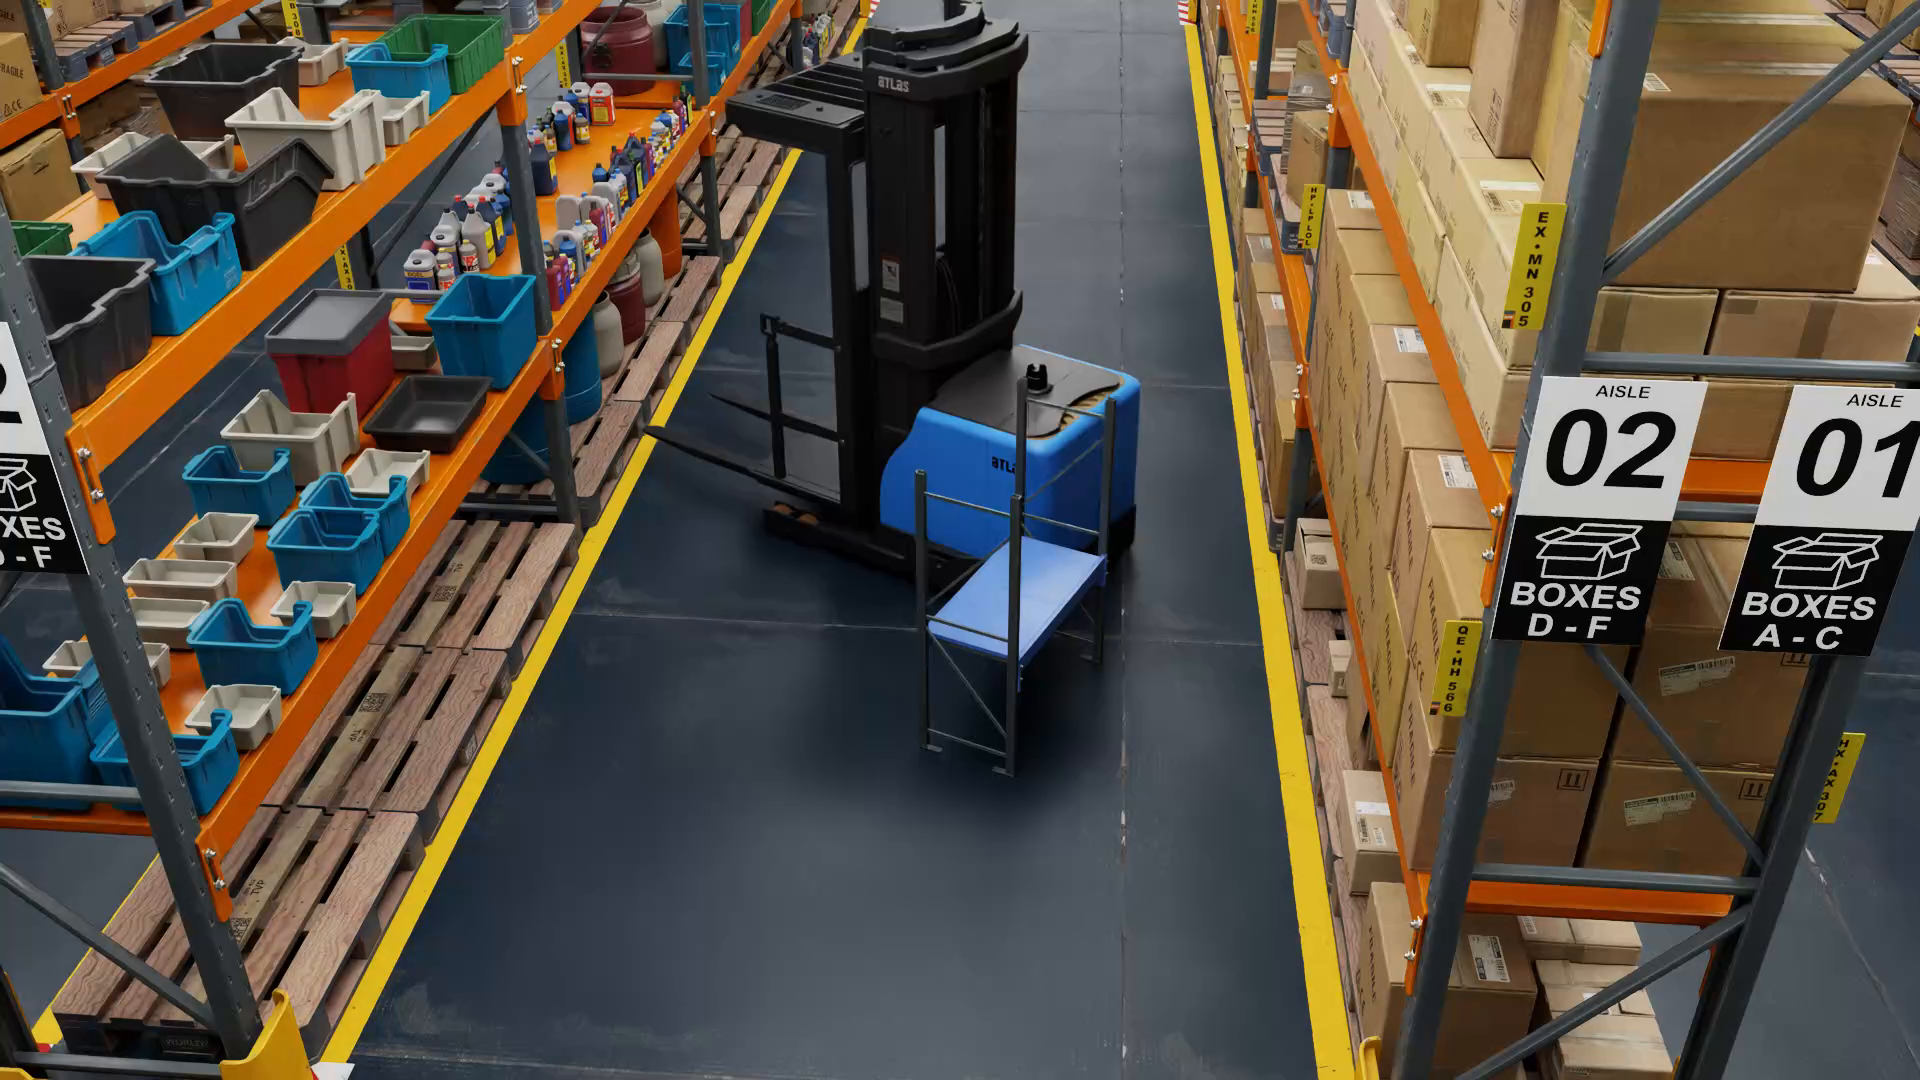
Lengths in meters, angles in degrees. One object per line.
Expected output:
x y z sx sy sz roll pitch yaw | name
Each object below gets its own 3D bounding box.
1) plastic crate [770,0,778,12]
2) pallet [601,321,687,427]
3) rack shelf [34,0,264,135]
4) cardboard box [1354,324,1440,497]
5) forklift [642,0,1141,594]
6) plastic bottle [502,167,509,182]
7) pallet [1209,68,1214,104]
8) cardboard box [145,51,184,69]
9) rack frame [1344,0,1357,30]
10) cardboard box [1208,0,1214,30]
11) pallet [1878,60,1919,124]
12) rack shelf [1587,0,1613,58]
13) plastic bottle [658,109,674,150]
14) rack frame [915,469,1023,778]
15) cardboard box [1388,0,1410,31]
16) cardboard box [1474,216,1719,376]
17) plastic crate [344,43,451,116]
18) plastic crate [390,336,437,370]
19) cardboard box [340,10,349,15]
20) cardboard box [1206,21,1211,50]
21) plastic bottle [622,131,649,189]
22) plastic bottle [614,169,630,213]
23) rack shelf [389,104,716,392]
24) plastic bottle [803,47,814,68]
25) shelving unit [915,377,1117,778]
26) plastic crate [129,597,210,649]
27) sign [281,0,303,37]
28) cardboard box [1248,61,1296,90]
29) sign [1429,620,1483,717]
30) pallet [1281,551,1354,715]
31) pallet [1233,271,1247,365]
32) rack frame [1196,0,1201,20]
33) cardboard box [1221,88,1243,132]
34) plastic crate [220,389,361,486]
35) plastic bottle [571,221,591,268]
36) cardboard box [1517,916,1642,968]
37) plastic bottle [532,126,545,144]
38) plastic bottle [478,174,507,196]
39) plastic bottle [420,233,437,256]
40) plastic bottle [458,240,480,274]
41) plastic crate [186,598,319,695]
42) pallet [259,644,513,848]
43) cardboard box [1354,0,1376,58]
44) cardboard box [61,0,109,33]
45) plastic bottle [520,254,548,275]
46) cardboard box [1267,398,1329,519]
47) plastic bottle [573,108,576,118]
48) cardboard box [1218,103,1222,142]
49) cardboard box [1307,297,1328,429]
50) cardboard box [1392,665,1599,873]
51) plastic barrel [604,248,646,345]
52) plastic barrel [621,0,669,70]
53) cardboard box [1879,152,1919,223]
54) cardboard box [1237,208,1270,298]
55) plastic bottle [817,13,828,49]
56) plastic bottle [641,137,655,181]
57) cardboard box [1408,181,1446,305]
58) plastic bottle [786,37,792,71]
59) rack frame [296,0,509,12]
-1.794 -4.866 14.582 0.392 0.384 0.575 2 32 4 | plastic crate
-2.465 -1.134 11.169 1.003 0.211 1.213 2 32 4 | pallet
-7.114 -4.322 14.370 1.077 0.370 4.000 2 32 4 | rack shelf
1.827 -0.491 6.420 0.500 0.500 0.500 3 32 6 | cardboard box
-0.520 -1.435 9.065 3.031 2.935 1.130 20 37 29 | forklift
-2.802 -2.220 10.396 0.097 0.271 0.097 0 32 0 | plastic bottle
3.028 -4.476 16.592 1.003 0.211 1.213 2 32 4 | pallet
-7.080 -4.229 15.496 0.700 0.500 0.500 2 32 4 | cardboard box
2.271 -3.620 6.827 1.000 3.000 0.127 2 32 4 | rack frame
2.857 -5.613 17.285 0.500 0.500 0.500 2 32 4 | cardboard box
7.486 -3.243 12.117 1.213 0.211 1.003 2 32 4 | pallet
2.108 -2.266 5.320 1.077 0.370 4.000 2 32 4 | rack shelf
-2.010 -2.805 11.345 0.097 0.271 0.097 0 32 0 | plastic bottle
0.033 0.401 7.450 0.500 1.500 0.032 15 35 23 | rack frame
2.087 -2.300 6.496 0.700 0.500 0.500 2 32 4 | cardboard box
1.733 -0.680 4.582 0.500 0.250 0.500 2 32 4 | cardboard box
-2.422 -1.996 7.210 0.416 0.233 0.300 2 32 4 | plastic crate
-2.846 -0.956 8.416 0.396 0.136 0.243 2 32 4 | plastic crate
-6.867 -5.624 17.780 0.500 0.500 0.500 0 32 0 | cardboard box
2.858 -5.294 17.482 0.500 0.250 0.500 2 32 4 | cardboard box
-2.096 -2.441 10.680 0.144 0.351 0.185 2 32 4 | plastic bottle
-2.110 -2.166 10.309 0.097 0.271 0.097 0 32 0 | plastic bottle
-2.503 -2.019 10.633 1.077 0.370 4.000 2 32 4 | rack shelf
-1.553 -4.809 16.651 0.152 0.276 0.135 4 32 6 | plastic bottle
0.267 0.164 7.835 0.538 1.500 1.048 15 35 23 | shelving unit
-3.068 0.314 6.356 0.396 0.136 0.243 2 32 4 | plastic crate
-3.214 -2.585 7.998 0.100 0.325 0.005 2 32 4 | sign
2.394 -3.533 12.643 0.380 0.149 0.250 2 32 4 | cardboard box
1.393 0.364 4.676 0.100 0.325 0.005 2 32 4 | sign
2.214 0.480 8.550 1.003 0.211 1.213 2 32 4 | pallet
2.498 -1.582 11.896 1.003 0.211 1.213 2 32 4 | pallet
3.248 -7.341 18.583 1.000 3.000 0.127 2 32 4 | rack frame
2.553 -3.758 14.456 0.500 0.311 0.500 1 32 2 | cardboard box
-2.974 -0.464 7.480 0.437 0.282 0.530 2 32 4 | plastic crate
-2.182 -1.701 9.555 0.097 0.271 0.097 0 32 0 | plastic bottle
2.313 1.475 6.479 0.500 0.250 0.500 2 32 4 | cardboard box
-2.802 -2.612 11.032 0.097 0.271 0.097 0 32 0 | plastic bottle
-2.855 -2.093 10.186 0.152 0.276 0.135 2 32 4 | plastic bottle
-2.983 -1.573 9.334 0.061 0.283 0.133 2 32 4 | plastic bottle
-2.801 -1.610 9.474 0.097 0.201 0.097 0 32 0 | plastic bottle
-2.590 0.399 6.127 0.416 0.233 0.300 2 32 4 | plastic crate
-2.784 0.933 7.814 1.003 0.211 1.213 2 32 4 | pallet
1.983 -2.248 7.127 0.500 0.250 0.500 2 32 4 | cardboard box
-7.327 -4.384 13.290 0.700 0.500 0.500 7 32 11 | cardboard box
-2.311 -1.450 9.071 0.144 0.351 0.185 2 32 4 | plastic bottle
2.025 -0.459 9.380 0.500 0.500 0.500 2 32 4 | cardboard box
-2.742 -2.964 11.670 0.097 0.201 0.097 0 32 0 | plastic bottle
2.599 -3.790 15.041 0.500 0.250 0.500 3 32 5 | cardboard box
1.958 -0.854 7.961 0.500 0.500 0.500 3 32 5 | cardboard box
1.710 0.737 5.380 0.500 0.500 0.500 3 32 5 | cardboard box
-2.455 -1.676 11.289 0.600 0.588 0.708 2 32 4 | plastic barrel
-2.469 -3.966 13.000 0.421 0.512 0.421 0 32 0 | plastic barrel
7.698 -2.714 13.039 0.700 0.500 0.500 2 32 4 | cardboard box
2.274 -2.055 11.969 0.500 0.500 0.500 4 32 6 | cardboard box
-1.470 -5.345 17.450 0.144 0.351 0.185 4 32 6 | plastic bottle
-2.041 -2.494 10.829 0.061 0.283 0.133 2 32 4 | plastic bottle
1.803 -0.990 5.562 0.500 0.250 0.500 2 32 4 | cardboard box
-1.679 -4.933 16.781 0.144 0.351 0.185 2 32 4 | plastic bottle
-2.666 -3.834 7.174 1.000 3.000 0.127 2 32 4 | rack frame
